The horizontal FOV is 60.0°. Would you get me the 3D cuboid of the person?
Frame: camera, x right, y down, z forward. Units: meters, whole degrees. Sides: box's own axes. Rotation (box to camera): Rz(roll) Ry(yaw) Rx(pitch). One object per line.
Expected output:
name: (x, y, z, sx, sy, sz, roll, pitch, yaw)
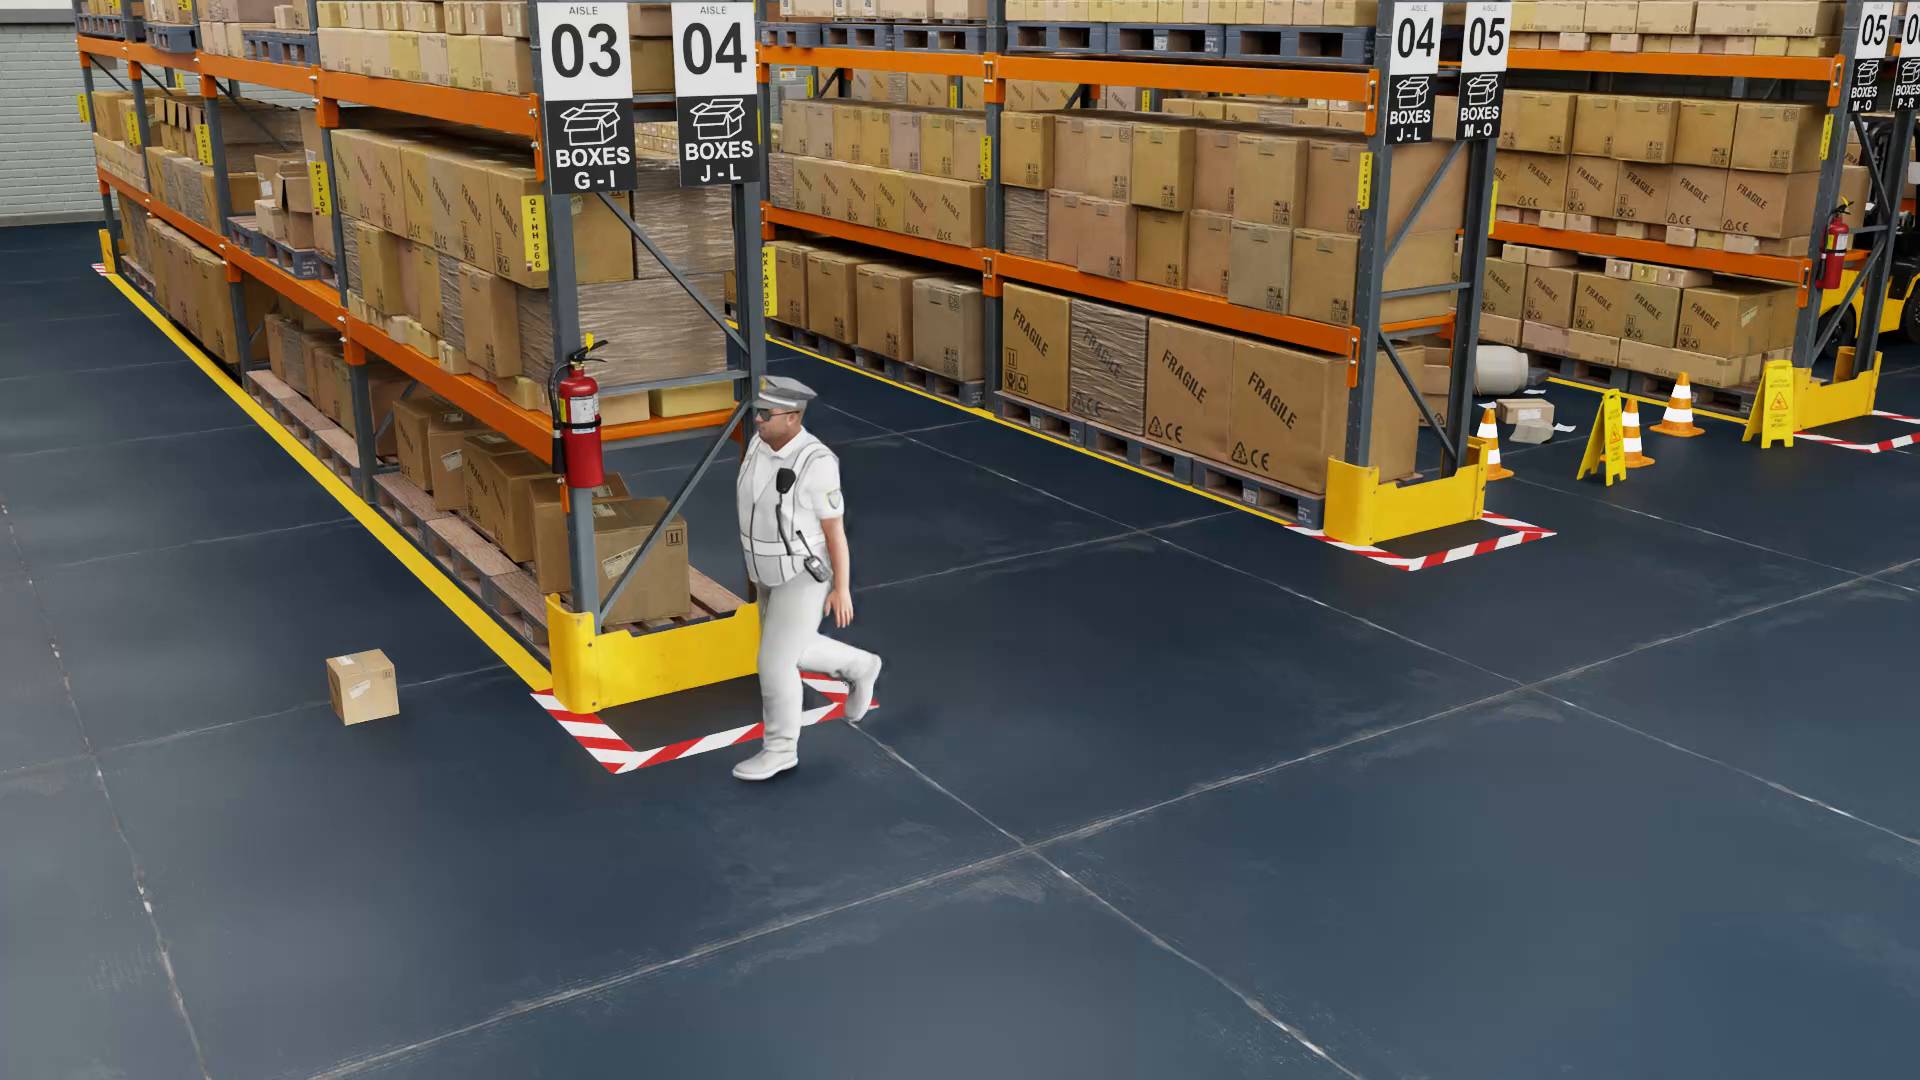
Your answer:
person: (-0.671, 0.105, 7.180, 0.912, 1.725, 0.573, -15, 23, -38)
